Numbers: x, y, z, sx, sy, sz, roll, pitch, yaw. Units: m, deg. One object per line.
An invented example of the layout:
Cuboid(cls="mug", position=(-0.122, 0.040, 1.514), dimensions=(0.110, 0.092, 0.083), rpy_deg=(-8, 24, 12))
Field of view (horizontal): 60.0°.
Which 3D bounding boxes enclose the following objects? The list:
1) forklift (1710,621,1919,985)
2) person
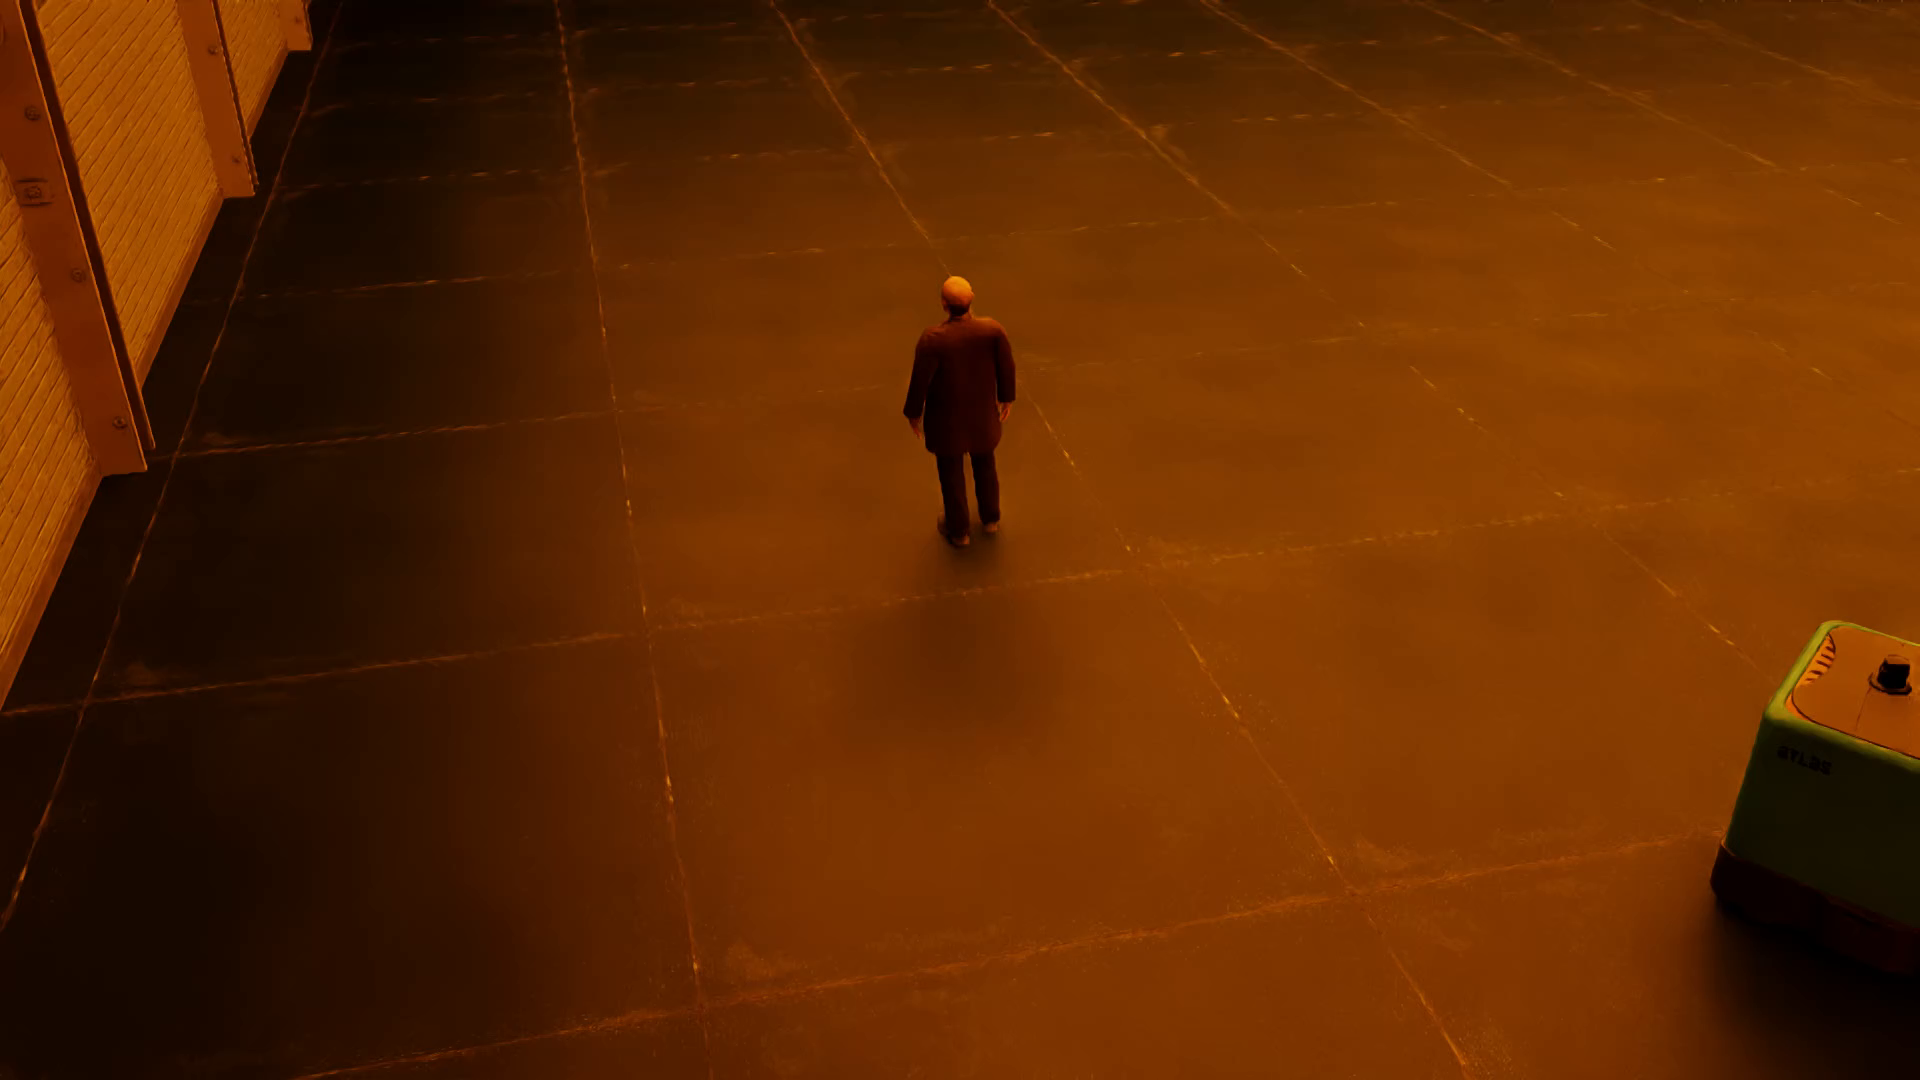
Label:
Cuboid(cls="forklift", position=(4.905, 0.663, 6.430), dimensions=(3.031, 2.935, 1.130), rpy_deg=(22, 37, 33))
Cuboid(cls="person", position=(-0.017, -0.821, 10.129), dimensions=(0.694, 1.776, 0.580), rpy_deg=(-7, 31, -12))
